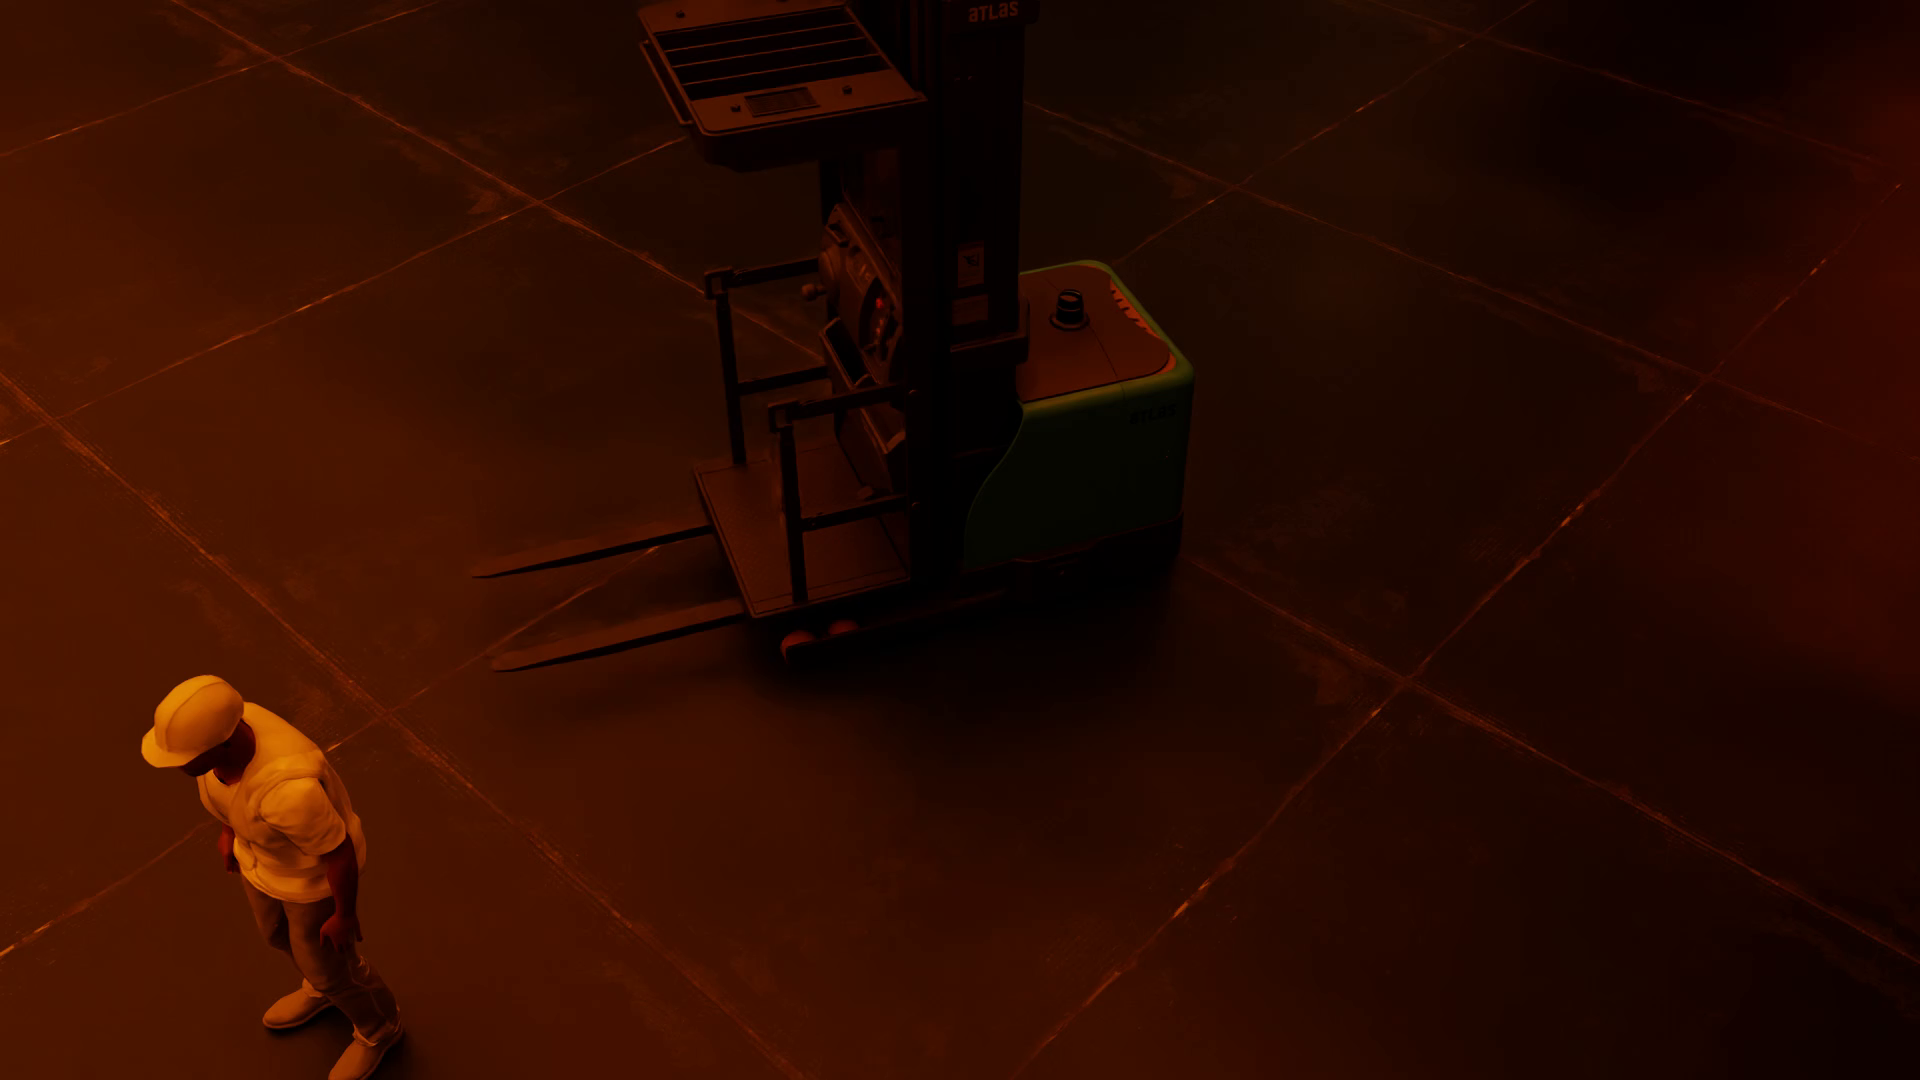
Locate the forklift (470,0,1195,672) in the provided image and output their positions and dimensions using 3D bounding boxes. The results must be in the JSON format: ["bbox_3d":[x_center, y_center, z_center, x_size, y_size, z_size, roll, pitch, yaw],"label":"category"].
[{"bbox_3d":[-0.583,-0.958,6.545,3.031,2.935,1.130,-14,42,-15],"label":"forklift"}]

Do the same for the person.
[{"bbox_3d":[-2.083,1.026,5.136,0.627,1.759,0.462,27,47,28],"label":"person"}]
